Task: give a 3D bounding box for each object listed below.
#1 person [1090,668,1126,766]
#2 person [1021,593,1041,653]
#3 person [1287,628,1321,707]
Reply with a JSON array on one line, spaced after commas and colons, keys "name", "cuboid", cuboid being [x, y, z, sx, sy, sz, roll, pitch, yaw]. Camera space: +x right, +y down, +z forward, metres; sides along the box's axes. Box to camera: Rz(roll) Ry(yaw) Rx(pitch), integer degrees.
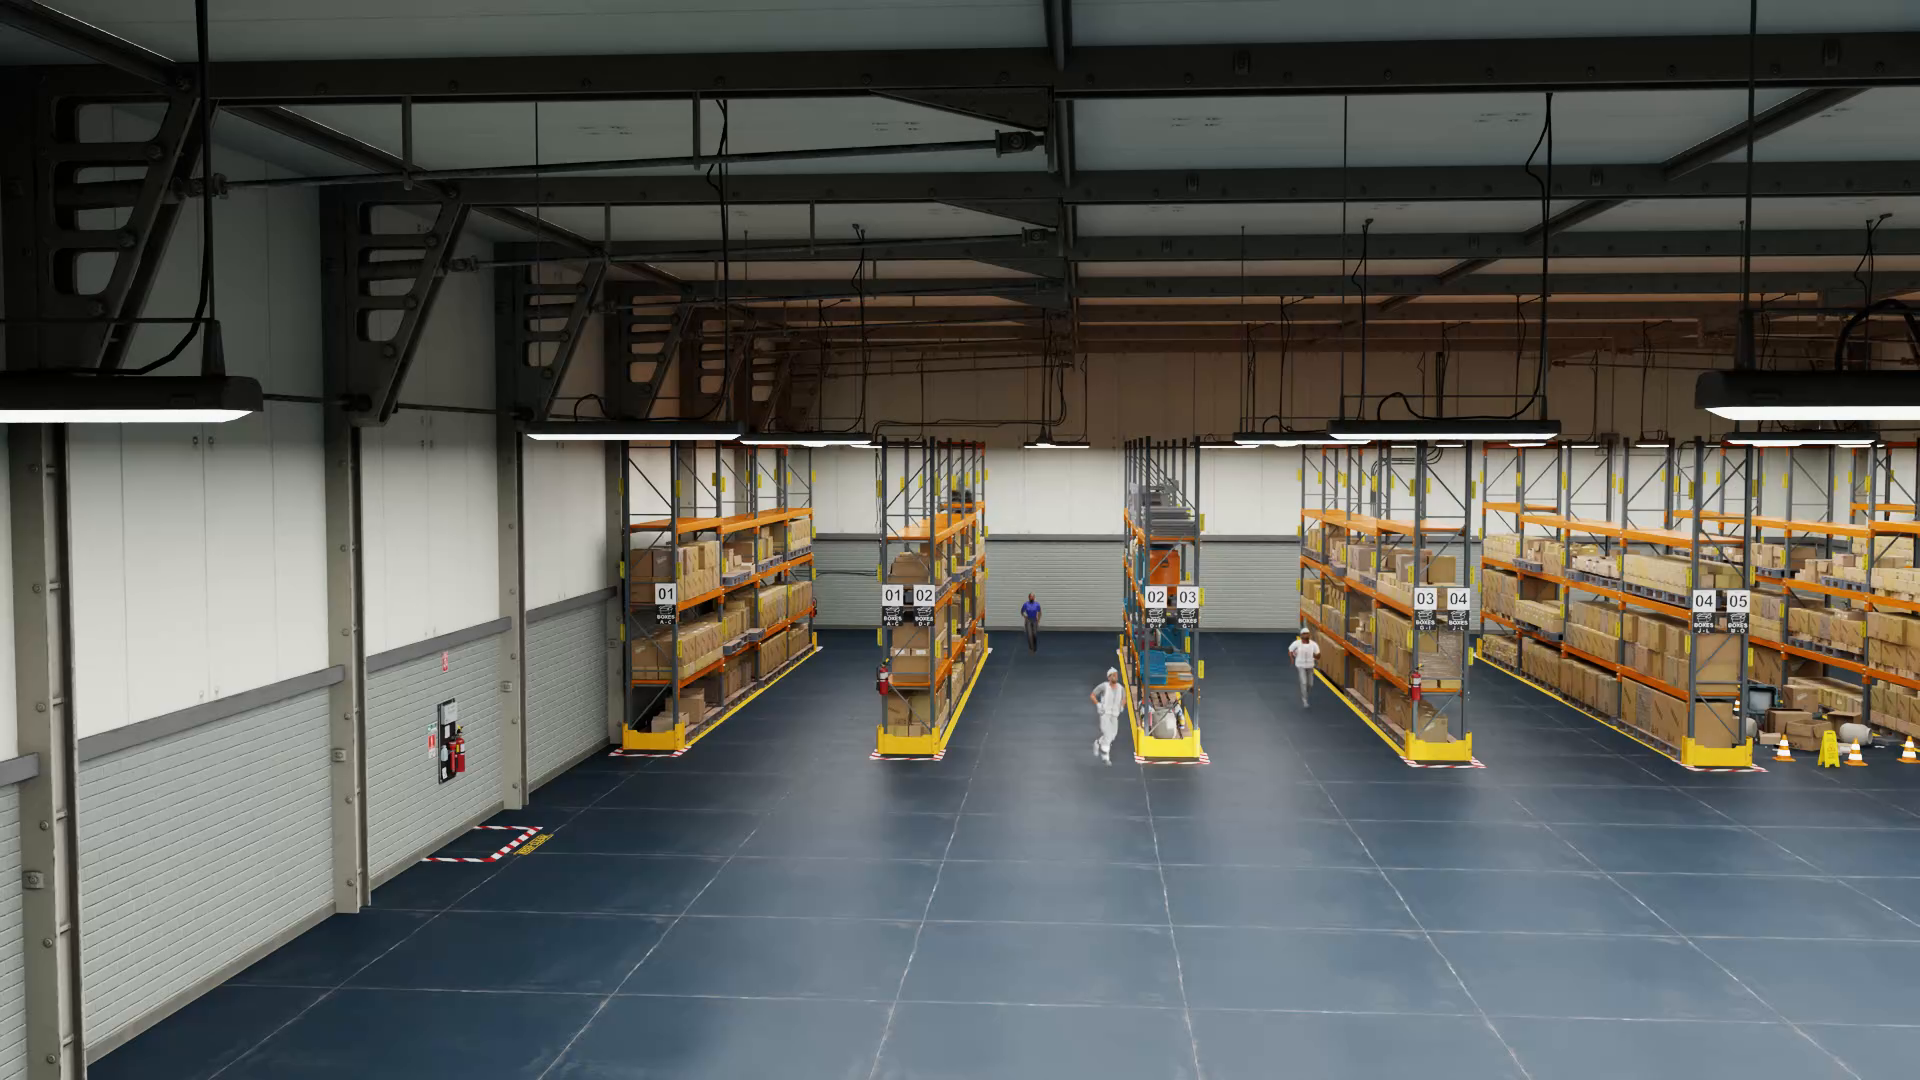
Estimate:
[{"name": "person", "cuboid": [2.739, 3.227, 30.615, 0.704, 1.747, 0.771, -1, 3, -22]}, {"name": "person", "cuboid": [1.916, 2.237, 44.848, 0.569, 1.617, 0.551, 0, 3, -1]}, {"name": "person", "cuboid": [7.744, 2.845, 37.326, 0.712, 1.747, 0.932, 0, 3, -2]}]
